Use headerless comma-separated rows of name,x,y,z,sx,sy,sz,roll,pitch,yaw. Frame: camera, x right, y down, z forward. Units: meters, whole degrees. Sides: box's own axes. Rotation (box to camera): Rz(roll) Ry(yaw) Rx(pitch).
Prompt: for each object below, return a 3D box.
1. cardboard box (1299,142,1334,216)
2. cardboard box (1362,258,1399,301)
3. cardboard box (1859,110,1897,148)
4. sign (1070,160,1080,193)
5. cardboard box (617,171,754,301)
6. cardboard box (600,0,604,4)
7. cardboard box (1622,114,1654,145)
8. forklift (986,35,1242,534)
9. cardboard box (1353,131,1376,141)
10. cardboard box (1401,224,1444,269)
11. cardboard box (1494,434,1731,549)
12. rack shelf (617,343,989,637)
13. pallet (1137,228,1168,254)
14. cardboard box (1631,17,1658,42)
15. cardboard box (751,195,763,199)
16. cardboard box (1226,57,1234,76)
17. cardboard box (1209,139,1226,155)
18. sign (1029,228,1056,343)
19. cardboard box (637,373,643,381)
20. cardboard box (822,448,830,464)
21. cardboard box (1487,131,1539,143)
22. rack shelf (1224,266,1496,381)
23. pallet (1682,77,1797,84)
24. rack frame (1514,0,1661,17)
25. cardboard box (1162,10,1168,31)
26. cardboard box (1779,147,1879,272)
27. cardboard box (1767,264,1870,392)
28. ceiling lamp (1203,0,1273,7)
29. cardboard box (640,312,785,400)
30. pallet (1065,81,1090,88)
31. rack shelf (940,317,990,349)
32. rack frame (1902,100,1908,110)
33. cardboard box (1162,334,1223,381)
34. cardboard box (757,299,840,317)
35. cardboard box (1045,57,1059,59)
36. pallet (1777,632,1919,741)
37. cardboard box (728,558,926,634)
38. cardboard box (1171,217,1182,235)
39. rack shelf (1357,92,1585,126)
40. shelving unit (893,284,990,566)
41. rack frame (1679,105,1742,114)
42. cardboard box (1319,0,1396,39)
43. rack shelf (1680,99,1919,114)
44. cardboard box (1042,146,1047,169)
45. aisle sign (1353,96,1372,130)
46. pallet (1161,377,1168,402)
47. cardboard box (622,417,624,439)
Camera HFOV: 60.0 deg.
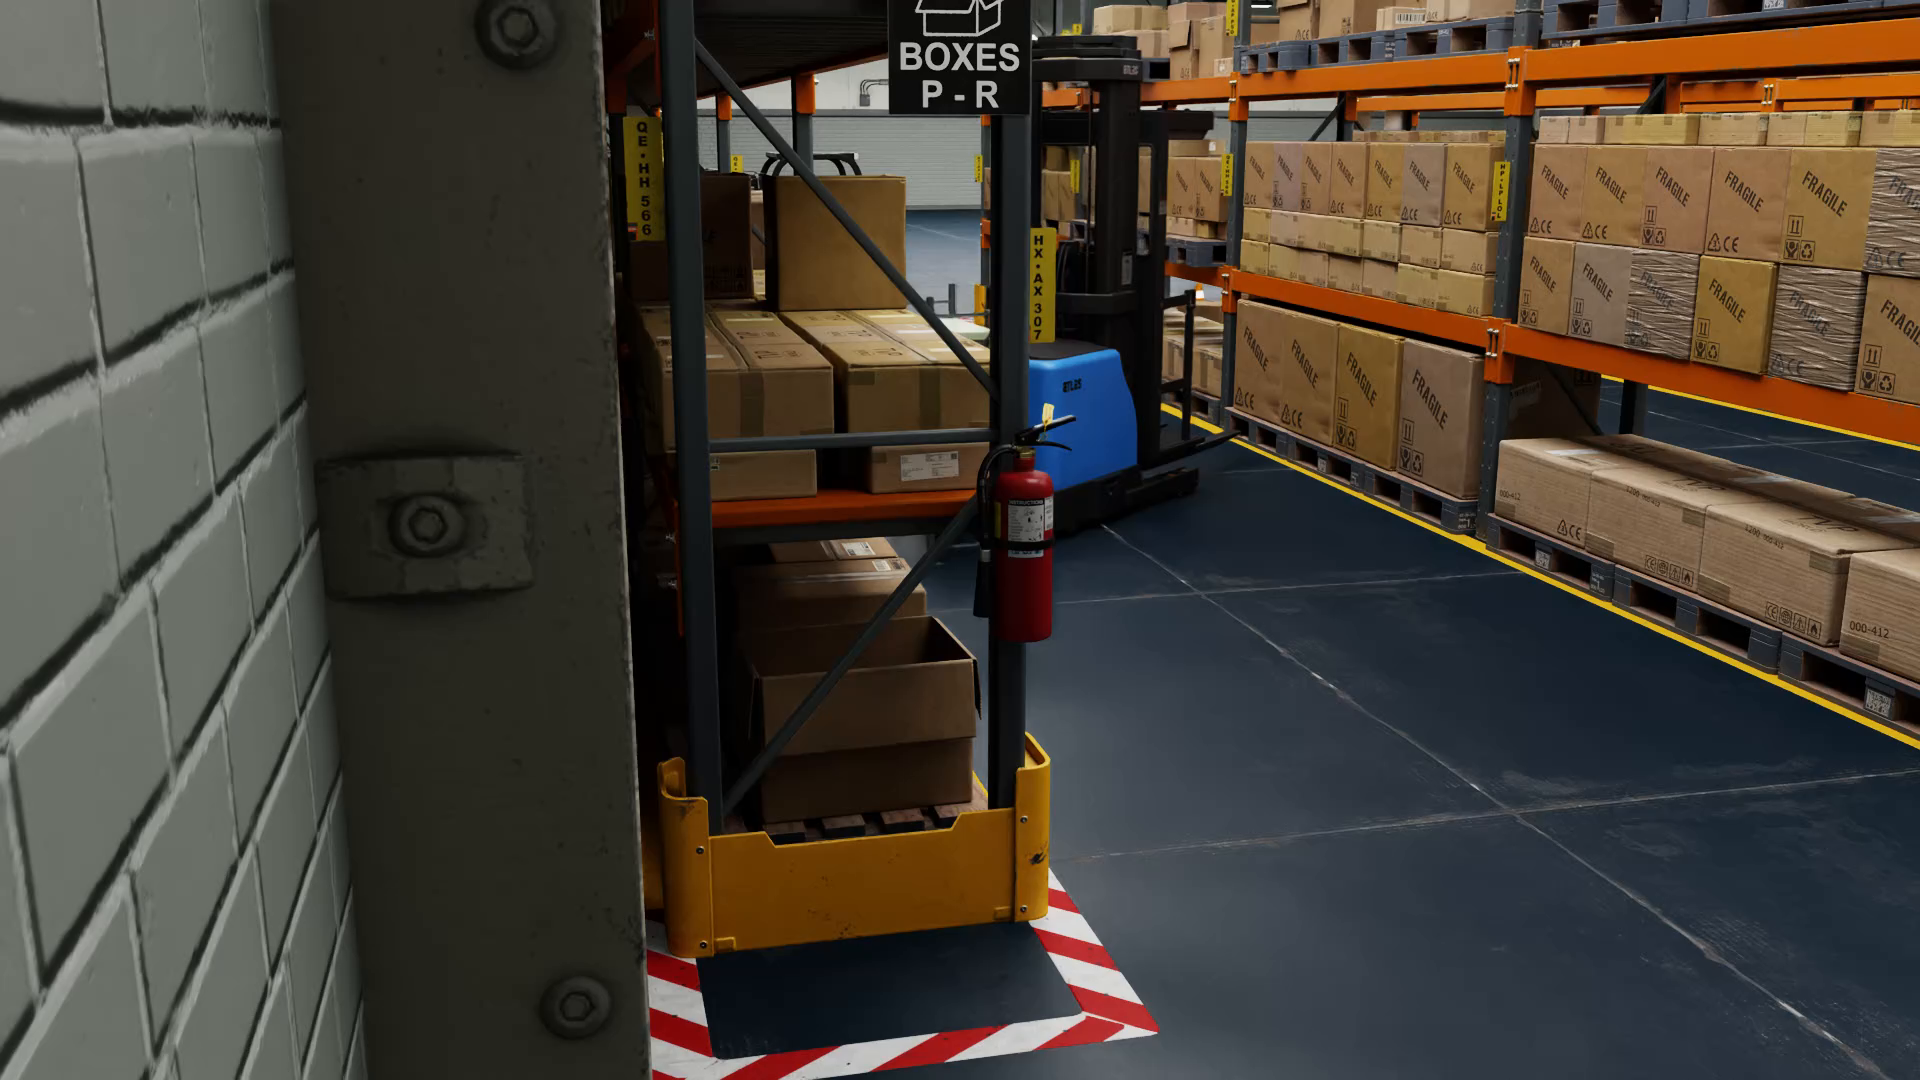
cardboard box,2.754,-2.574,11.823,0.500,0.500,0.500,-3,14,-12
cardboard box,3.014,-1.730,11.002,0.500,0.250,0.500,-4,14,-15
cardboard box,4.006,-1.713,6.934,0.380,0.149,0.250,-3,14,-14
sign,1.178,-3.712,16.977,0.100,0.325,0.005,-3,14,-13
cardboard box,-1.150,-1.278,6.947,0.500,0.500,0.500,-4,14,-15
cardboard box,-1.399,-2.597,7.604,0.500,0.250,0.500,-4,14,-14
cardboard box,3.580,-2.065,8.373,0.380,0.149,0.250,-3,14,-14
forklift,0.957,-1.759,10.953,1.130,2.935,3.031,9,16,33
cardboard box,5.602,-5.055,21.707,0.875,0.550,0.550,-3,14,-13
cardboard box,3.118,-1.851,10.446,0.500,0.250,0.500,-3,14,-12
cardboard box,3.626,-0.287,9.293,0.875,0.438,0.875,-3,14,-14
rack shelf,-0.772,-0.390,6.717,1.077,0.370,4.000,-3,14,-13
pallet,2.138,-2.762,15.316,1.003,0.211,1.213,-3,14,-13
cardboard box,6.750,-4.844,15.806,0.500,0.500,0.500,-3,14,-13
cardboard box,-1.259,-1.697,9.456,0.700,0.500,0.500,-3,14,-13
cardboard box,2.365,-3.797,13.357,0.380,0.149,0.250,-3,14,-13
cardboard box,2.293,-3.722,15.751,0.380,0.149,0.250,-4,14,-16
sign,0.225,-0.729,4.765,0.100,0.325,0.005,-3,14,-13
cardboard box,-1.053,-0.570,6.468,0.380,0.149,0.250,-3,14,-13
cardboard box,-0.313,-0.362,5.616,0.380,0.149,0.250,-3,14,-14
cardboard box,6.438,-4.307,18.646,0.875,0.550,0.550,-3,14,-13
rack shelf,3.113,-1.590,11.630,1.077,0.370,4.000,-3,14,-13
pallet,7.228,-4.211,14.921,1.213,0.211,1.003,-3,14,-11
rack frame,3.582,-4.392,8.945,1.000,3.000,0.127,-3,14,-13
cardboard box,1.964,-5.028,16.245,0.500,0.250,0.500,-3,14,-12
cardboard box,3.913,-1.421,7.104,0.500,0.500,0.500,-3,14,-13
cardboard box,3.918,-0.935,7.224,0.500,0.500,0.500,-3,14,-12
ceiling lamp,7.752,-16.607,46.643,2.000,3.185,0.800,-3,14,-13
cardboard box,-0.900,-0.674,6.056,0.500,0.250,0.500,-3,14,-11
pallet,1.745,-4.541,16.270,1.213,0.211,1.003,-3,14,-13
rack shelf,-0.105,-1.059,9.456,0.431,0.370,0.720,-5,14,-18
rack frame,11.336,-3.876,19.472,1.000,3.000,0.127,-3,14,-13
cardboard box,2.339,-1.629,14.926,0.950,0.372,0.625,-4,14,-14
cardboard box,-0.528,-0.819,6.648,0.500,0.250,0.500,-4,14,-15
cardboard box,1.219,-5.056,17.669,0.500,0.250,0.500,-4,14,-14
pallet,4.258,0.619,6.948,1.003,0.211,1.213,-3,14,-13
cardboard box,-0.517,0.387,6.406,0.700,0.500,0.500,-3,14,-11
cardboard box,2.050,-2.717,14.373,0.380,0.149,0.250,-4,14,-16
rack shelf,6.022,-5.192,20.053,1.077,0.370,4.000,-3,14,-13
shelving unit,-0.105,-0.680,9.549,0.431,1.500,0.755,-5,14,-18
rack frame,10.397,-4.799,23.249,1.000,3.000,0.127,-3,14,-13
cardboard box,3.060,-3.893,12.124,0.700,0.500,0.500,-4,14,-16
rack shelf,10.867,-5.445,21.089,1.077,0.370,4.000,-3,14,-13
cardboard box,1.208,-4.702,19.910,0.700,0.500,0.500,-3,14,-13
aisle sign,5.244,-5.808,21.902,0.394,0.787,0.004,-3,14,-13
pallet,2.178,-1.507,15.652,1.003,0.211,1.213,-3,14,-13
cardboard box,-1.675,-0.635,9.219,0.380,0.149,0.250,-3,14,-13
